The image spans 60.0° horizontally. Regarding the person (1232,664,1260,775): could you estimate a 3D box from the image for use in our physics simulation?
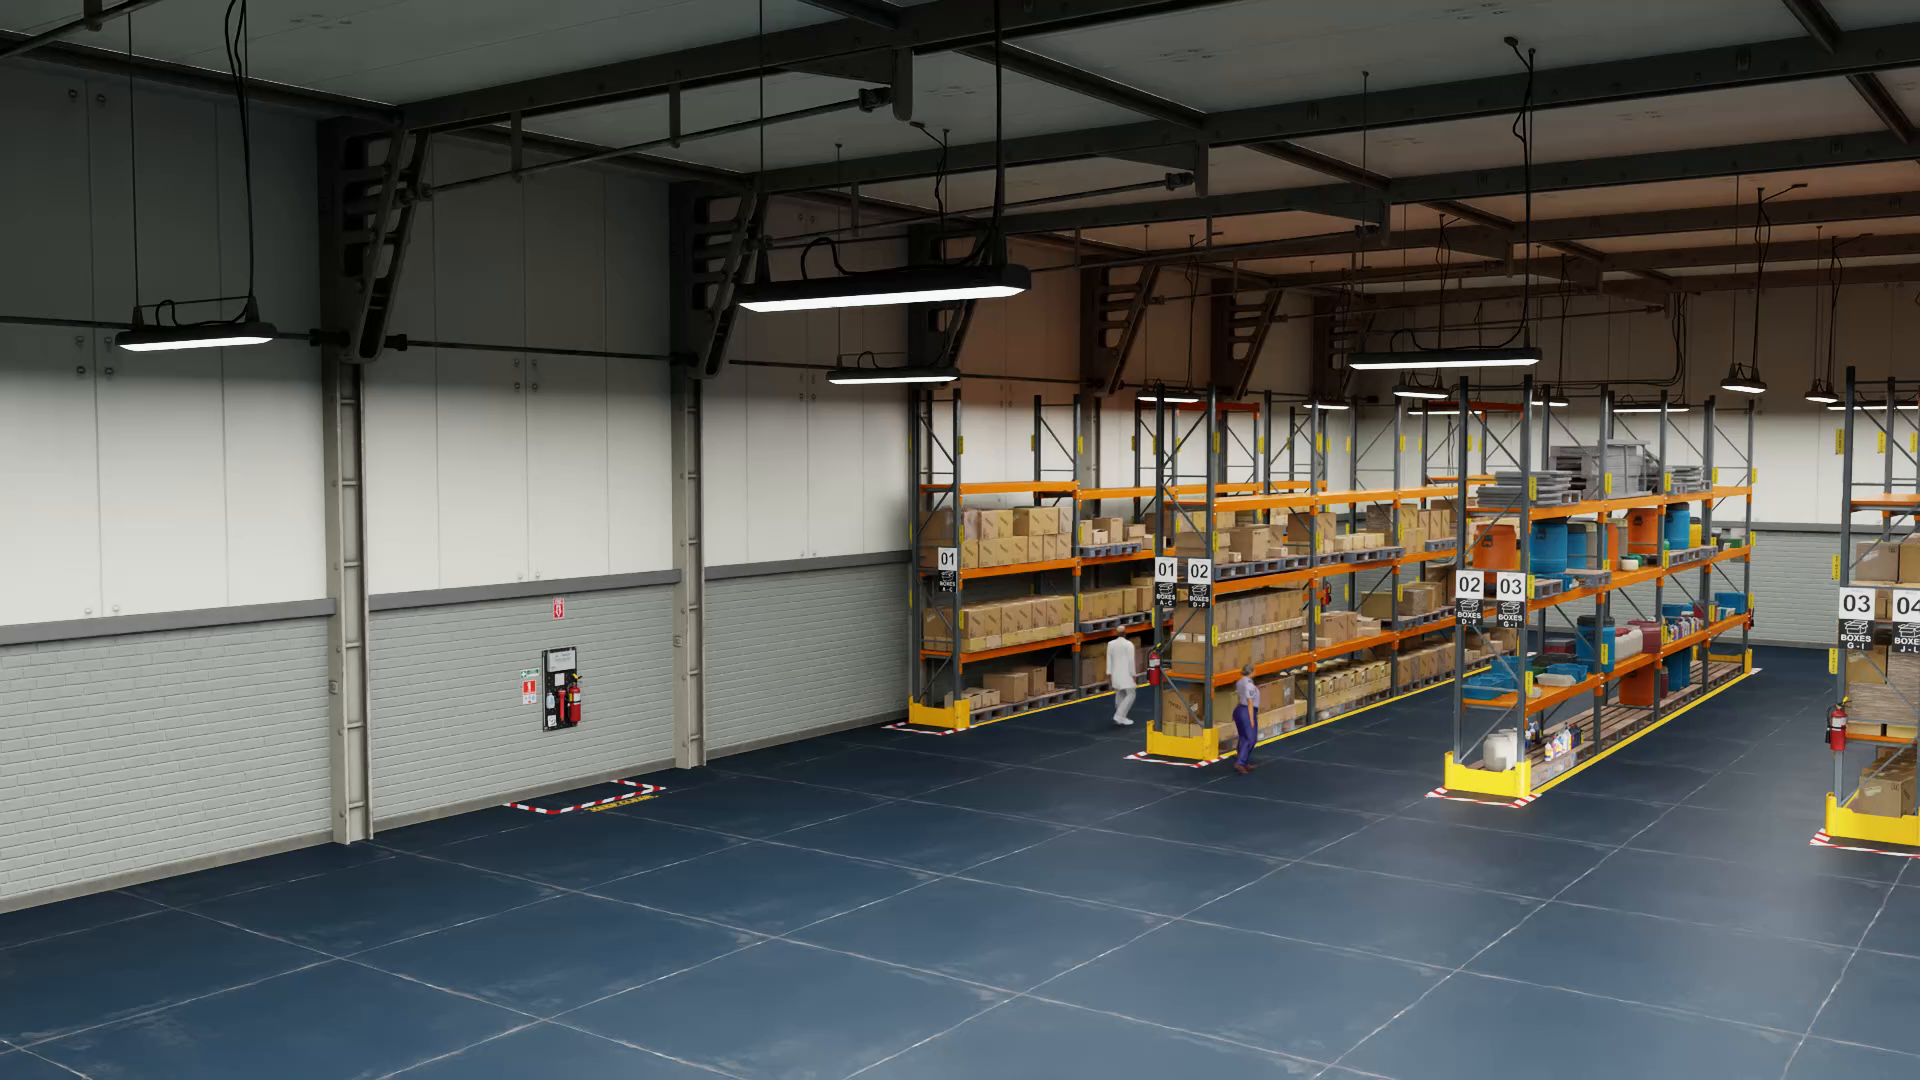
[{"bbox_3d":[4.374,2.746,25.547,0.456,1.687,0.577,-1,3,-13],"label":"person"}]

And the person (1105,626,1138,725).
[{"bbox_3d":[2.882,2.472,29.799,0.617,1.675,0.593,2,4,36],"label":"person"}]
